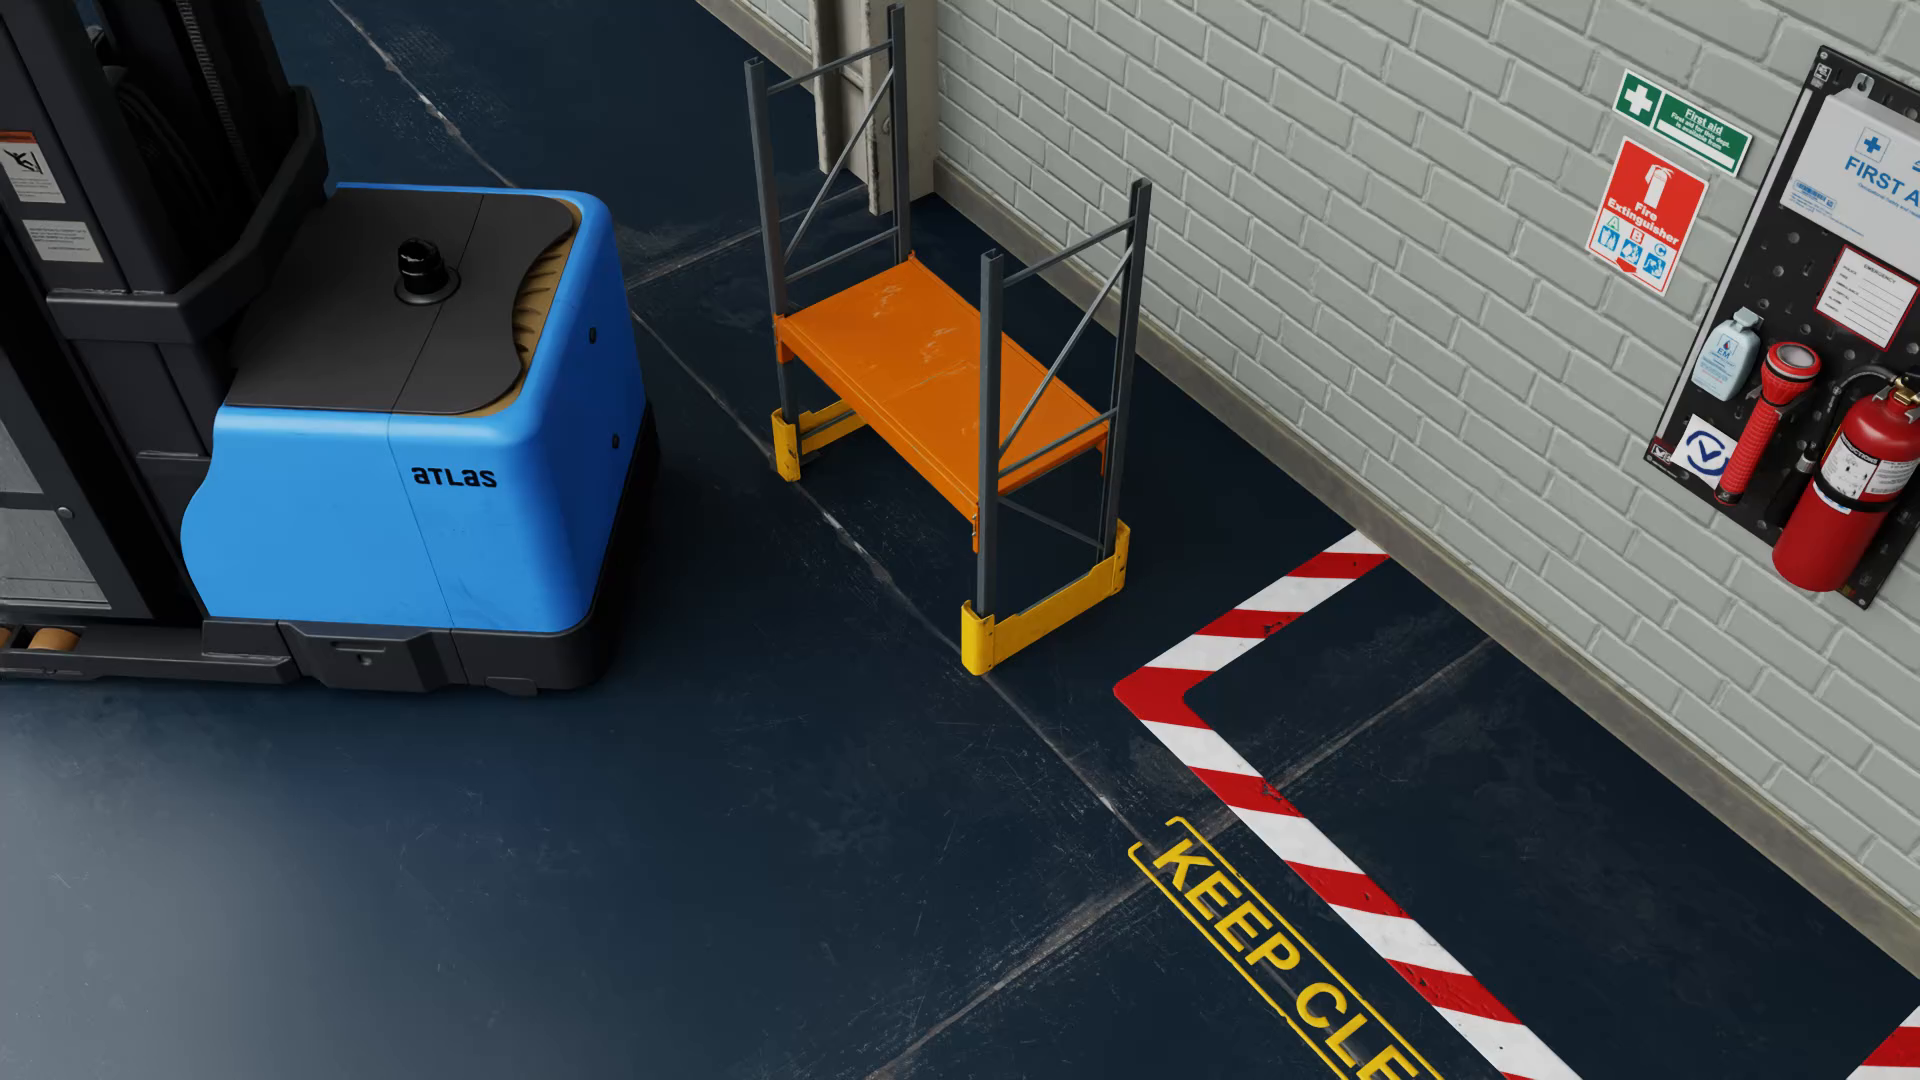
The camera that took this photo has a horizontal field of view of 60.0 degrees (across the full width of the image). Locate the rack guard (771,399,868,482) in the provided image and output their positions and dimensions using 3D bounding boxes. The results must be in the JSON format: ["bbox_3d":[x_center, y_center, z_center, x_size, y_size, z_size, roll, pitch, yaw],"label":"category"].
[{"bbox_3d":[-0.348,-0.423,5.464,0.587,0.250,0.087,-29,54,-24],"label":"rack guard"}]

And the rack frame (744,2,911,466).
[{"bbox_3d":[-0.359,-0.854,5.012,0.500,1.500,0.032,-29,54,-24],"label":"rack frame"}]

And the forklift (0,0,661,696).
[{"bbox_3d":[-2.510,-0.962,4.143,3.031,2.935,1.130,3,48,2],"label":"forklift"}]

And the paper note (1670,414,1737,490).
[{"bbox_3d":[1.799,-0.209,4.009,0.016,0.148,0.142,-29,54,-24],"label":"paper note"}]

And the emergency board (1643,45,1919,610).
[{"bbox_3d":[1.851,-0.369,3.560,0.194,1.169,0.643,-29,54,-24],"label":"emergency board"}]

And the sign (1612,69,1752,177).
[{"bbox_3d":[1.594,-0.925,3.682,0.001,0.109,0.331,-29,54,-24],"label":"sign"}]

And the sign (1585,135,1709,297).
[{"bbox_3d":[1.598,-0.753,3.884,0.001,0.329,0.234,-29,54,-24],"label":"sign"}]

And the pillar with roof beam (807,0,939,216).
[{"bbox_3d":[-3.742,-2.517,1.458,9.100,9.000,0.400,-29,54,-24],"label":"pillar with roof beam"}]

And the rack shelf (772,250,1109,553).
[{"bbox_3d":[-0.052,-0.433,4.873,0.538,0.185,1.000,-29,54,-24],"label":"rack shelf"}]

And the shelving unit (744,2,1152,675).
[{"bbox_3d":[-0.046,-0.549,4.735,0.587,1.500,1.083,-29,54,-24],"label":"shelving unit"}]

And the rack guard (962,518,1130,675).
[{"bbox_3d":[0.255,0.165,4.932,0.587,0.250,0.087,-29,54,-24],"label":"rack guard"}]

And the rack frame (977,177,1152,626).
[{"bbox_3d":[0.256,-0.254,4.468,0.500,1.500,0.032,-29,54,-24],"label":"rack frame"}]
